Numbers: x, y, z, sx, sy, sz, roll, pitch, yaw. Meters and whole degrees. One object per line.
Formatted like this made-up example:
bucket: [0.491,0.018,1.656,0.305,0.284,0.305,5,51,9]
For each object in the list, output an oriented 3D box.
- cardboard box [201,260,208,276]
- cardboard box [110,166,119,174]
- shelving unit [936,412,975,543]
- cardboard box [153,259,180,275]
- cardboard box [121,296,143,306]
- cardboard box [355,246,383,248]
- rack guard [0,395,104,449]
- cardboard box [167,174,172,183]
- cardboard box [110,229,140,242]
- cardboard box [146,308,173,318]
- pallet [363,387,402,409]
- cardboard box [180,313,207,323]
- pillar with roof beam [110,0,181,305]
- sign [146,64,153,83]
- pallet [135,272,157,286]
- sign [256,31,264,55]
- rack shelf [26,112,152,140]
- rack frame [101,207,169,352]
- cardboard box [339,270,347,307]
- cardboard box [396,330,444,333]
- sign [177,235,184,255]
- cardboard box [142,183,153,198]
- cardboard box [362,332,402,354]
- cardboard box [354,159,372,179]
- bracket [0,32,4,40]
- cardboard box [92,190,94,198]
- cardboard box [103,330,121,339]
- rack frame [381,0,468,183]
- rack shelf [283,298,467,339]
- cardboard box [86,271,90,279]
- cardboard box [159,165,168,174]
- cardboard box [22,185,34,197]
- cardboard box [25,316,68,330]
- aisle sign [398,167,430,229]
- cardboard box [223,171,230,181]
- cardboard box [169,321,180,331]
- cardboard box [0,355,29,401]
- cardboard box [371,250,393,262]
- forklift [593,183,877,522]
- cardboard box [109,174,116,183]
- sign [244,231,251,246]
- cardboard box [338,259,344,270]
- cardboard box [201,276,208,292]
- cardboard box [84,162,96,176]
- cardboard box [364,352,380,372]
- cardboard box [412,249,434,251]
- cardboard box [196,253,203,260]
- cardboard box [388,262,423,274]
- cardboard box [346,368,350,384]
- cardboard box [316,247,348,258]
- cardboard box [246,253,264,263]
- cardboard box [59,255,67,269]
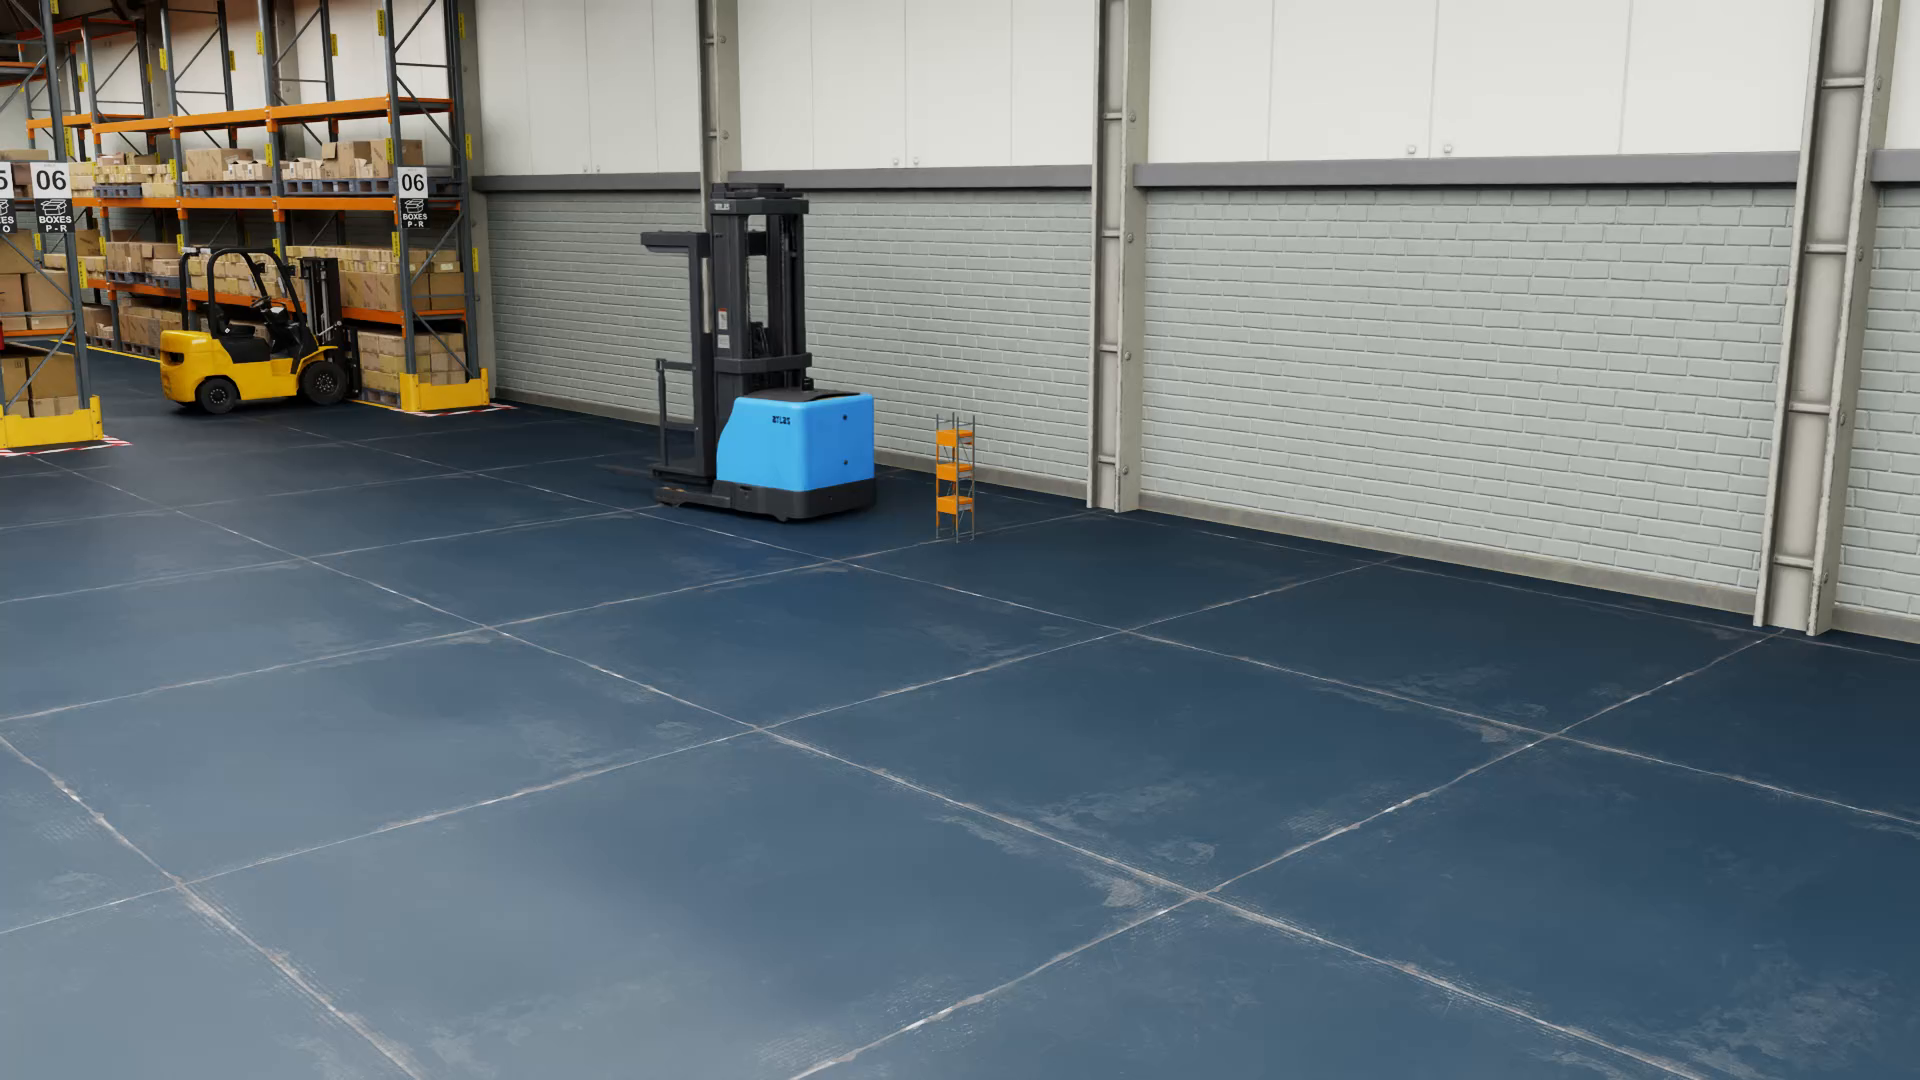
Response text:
cardboard box: [-12.091,-4.458,27.250,0.500,0.250,0.500,-10,15,-41]
cardboard box: [-14.862,-6.579,29.572,0.380,0.149,0.250,-11,16,-43]
shelving unit: [-0.037,-0.522,13.843,0.215,1.050,0.252,-11,16,-43]
cardboard box: [-13.529,-4.700,28.621,0.500,0.250,0.500,11,16,42]
cardboard box: [-15.229,-4.406,30.675,0.380,0.149,0.250,-11,16,-44]
cardboard box: [-8.646,-4.235,24.443,0.380,0.149,0.250,-11,16,-43]
rack guard: [-10.681,-1.386,19.399,1.175,0.500,0.348,-11,16,-43]
cardboard box: [-13.150,-6.109,28.077,0.250,0.149,0.380,11,16,44]
cardboard box: [-16.164,-5.737,32.098,0.500,0.500,0.500,11,16,44]
cardboard box: [-14.326,-4.070,29.781,0.380,0.149,0.250,-10,15,-41]
pallet: [-7.600,-2.031,23.248,1.003,0.211,1.213,-11,16,-43]
cardboard box: [-13.090,-3.795,28.443,0.250,0.149,0.380,11,16,42]
pillar with roof beam: [-18.271,-7.608,28.539,9.100,9.000,0.548,-11,16,-43]
sign: [-14.931,-8.594,30.617,0.100,0.325,0.005,-11,16,-43]
pallet: [-13.912,-4.648,29.514,1.003,0.211,1.213,-11,16,-43]
sign: [-10.188,-7.232,24.203,0.100,0.325,0.005,-11,16,-43]
rack shelf: [-16.709,-7.919,31.838,1.077,0.370,4.000,-11,16,-43]
rack frame: [-15.328,-5.043,30.953,1.000,3.000,0.127,-11,16,-43]
cardboard box: [-8.632,-3.599,23.699,0.500,0.500,0.500,-11,16,-42]
cardboard box: [-7.584,-2.809,23.407,0.500,0.250,0.500,-11,16,-42]
sign: [-12.952,-4.910,27.637,0.100,0.325,0.005,-11,16,-43]
cardboard box: [-13.789,-6.042,28.742,0.500,0.250,0.500,-11,16,-43]
cardboard box: [-7.942,-2.737,23.060,0.500,0.250,0.500,-11,16,-42]
cardboard box: [-8.008,-5.065,22.673,0.396,0.266,0.258,-11,16,-42]
bracket: [-21.481,-11.204,37.071,0.235,0.232,0.430,-11,16,-43]
cardboard box: [-15.790,-6.400,30.731,0.380,0.149,0.250,-11,16,-43]
cardboard box: [-15.925,-3.892,31.395,0.250,0.149,0.380,11,16,43]
rack frame: [-7.041,-6.230,21.848,1.000,3.000,0.127,-11,16,-43]
rack shelf: [-8.422,-3.231,23.942,1.077,0.370,4.000,-11,16,-43]
cardboard box: [-16.482,-5.076,31.737,0.380,0.149,0.250,-11,16,-43]
cardboard box: [-13.343,-6.289,28.217,0.250,0.149,0.380,11,16,43]
cardboard box: [-10.623,-4.039,19.270,0.380,0.149,0.250,-11,16,-42]
cardboard box: [-10.714,-2.554,19.499,0.380,0.149,0.250,-11,16,-42]
aisle sign: [-7.208,-4.514,21.945,0.394,0.787,0.004,-11,16,-43]
cardboard box: [-11.315,-5.707,26.077,0.380,0.149,0.250,-11,16,-43]
cardboard box: [-13.351,-3.546,28.846,0.500,0.500,0.500,-11,16,-43]
cardboard box: [-11.371,-1.906,19.644,0.500,0.500,0.500,-11,16,-42]
cardboard box: [-7.834,-3.893,22.779,0.380,0.149,0.250,-10,16,-41]
forklift: [-2.228,-1.814,15.455,3.031,2.935,1.130,9,15,38]
cardboard box: [-14.897,-6.430,29.586,0.380,0.149,0.250,-11,16,-42]
sign: [-12.167,-5.104,28.381,0.100,0.325,0.005,-11,16,-43]
cardboard box: [-8.720,-3.930,23.698,0.380,0.149,0.250,-11,16,-44]
cardboard box: [-12.093,-4.212,27.296,0.500,0.250,0.500,-11,16,-44]
cardboard box: [-15.851,-6.869,30.780,0.500,0.250,0.500,-11,16,-42]
cardboard box: [-7.942,-2.497,23.134,0.500,0.250,0.500,-11,16,-43]
cardboard box: [-7.468,-3.962,23.115,0.380,0.149,0.250,-10,16,-41]
cardboard box: [-12.374,-4.699,27.431,0.380,0.149,0.250,-10,16,-41]
cardboard box: [-7.483,-3.670,22.434,0.380,0.149,0.250,-11,16,-42]
cardboard box: [-8.645,-2.396,23.879,0.500,0.250,0.500,-10,15,-41]
cardboard box: [-9.067,-4.152,24.038,0.380,0.149,0.250,-11,16,-43]
cardboard box: [-10.935,-4.406,26.007,0.250,0.149,0.380,11,16,44]
cardboard box: [-17.271,-5.448,32.555,0.500,0.250,0.500,-11,16,-44]
